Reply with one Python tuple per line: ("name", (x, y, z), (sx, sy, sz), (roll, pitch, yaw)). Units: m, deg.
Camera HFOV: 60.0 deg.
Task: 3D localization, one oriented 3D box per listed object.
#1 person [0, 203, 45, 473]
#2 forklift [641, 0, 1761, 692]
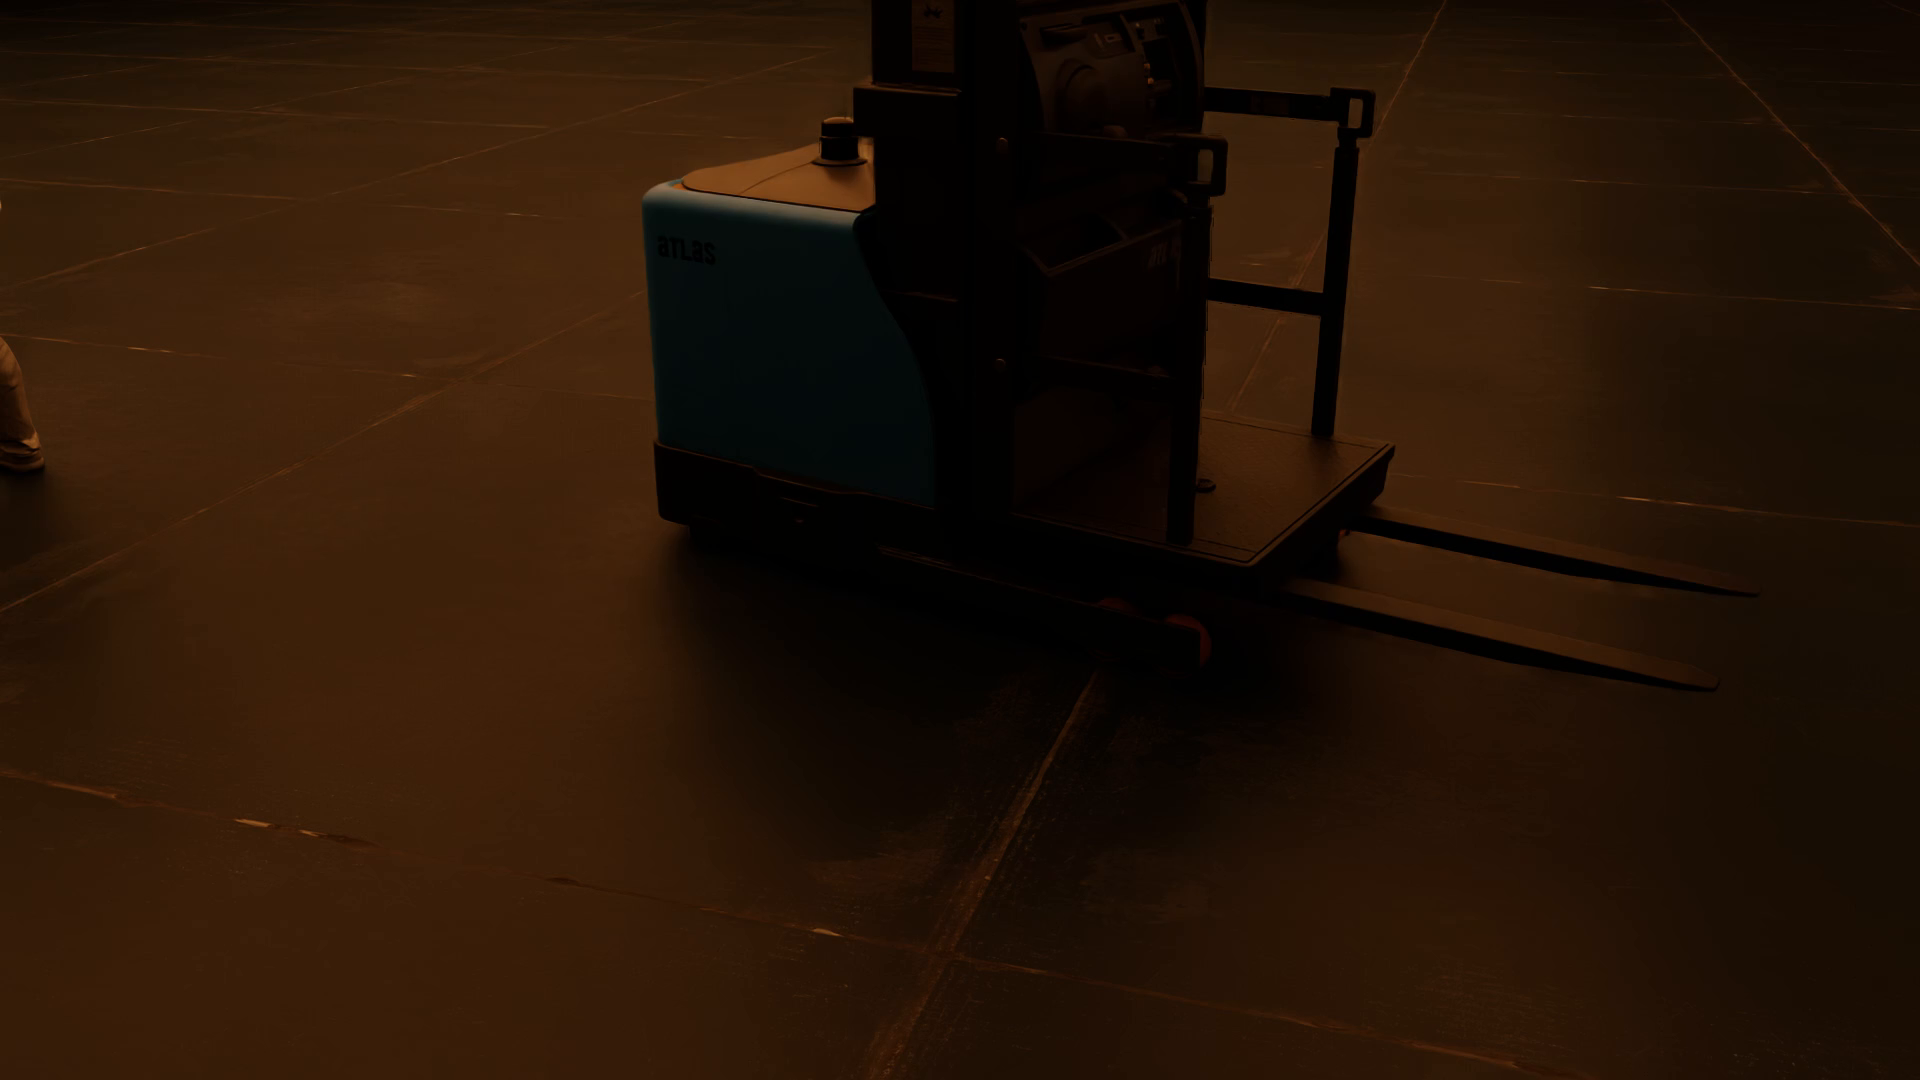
("person", (-3.295, -0.998, 5.237), (0.463, 1.759, 0.626), (3, 23, 7))
("forklift", (0.587, -1.228, 4.255), (3.031, 2.935, 1.130), (13, 26, 29))
